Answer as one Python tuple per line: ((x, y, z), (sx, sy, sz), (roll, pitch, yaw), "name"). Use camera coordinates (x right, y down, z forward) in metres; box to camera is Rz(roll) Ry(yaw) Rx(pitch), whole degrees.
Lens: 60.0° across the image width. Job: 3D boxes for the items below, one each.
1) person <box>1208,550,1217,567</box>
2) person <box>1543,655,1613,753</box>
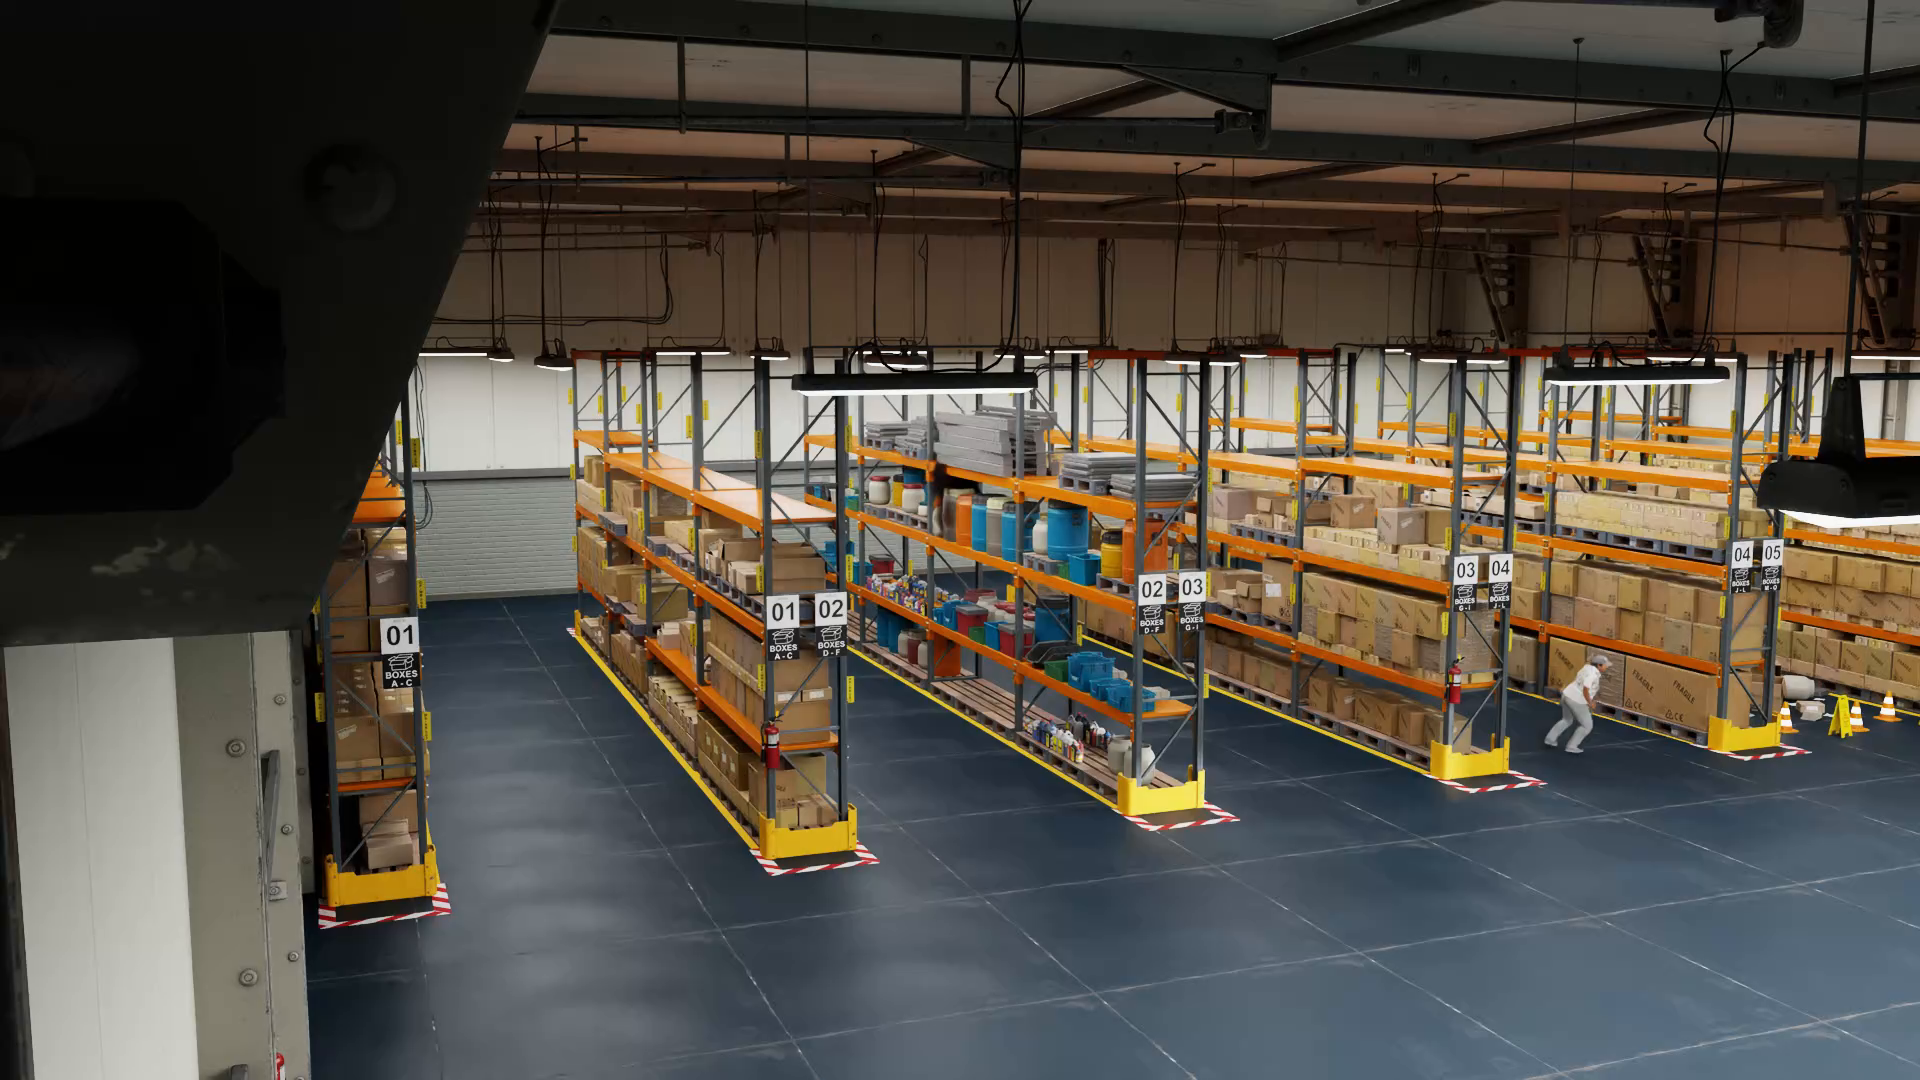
((6.195, 0.265, 41.504), (0.954, 1.795, 0.688), (-5, 9, -35), "person")
((9.362, 2.468, 25.186), (0.888, 1.529, 0.659), (0, 7, 3), "person")
